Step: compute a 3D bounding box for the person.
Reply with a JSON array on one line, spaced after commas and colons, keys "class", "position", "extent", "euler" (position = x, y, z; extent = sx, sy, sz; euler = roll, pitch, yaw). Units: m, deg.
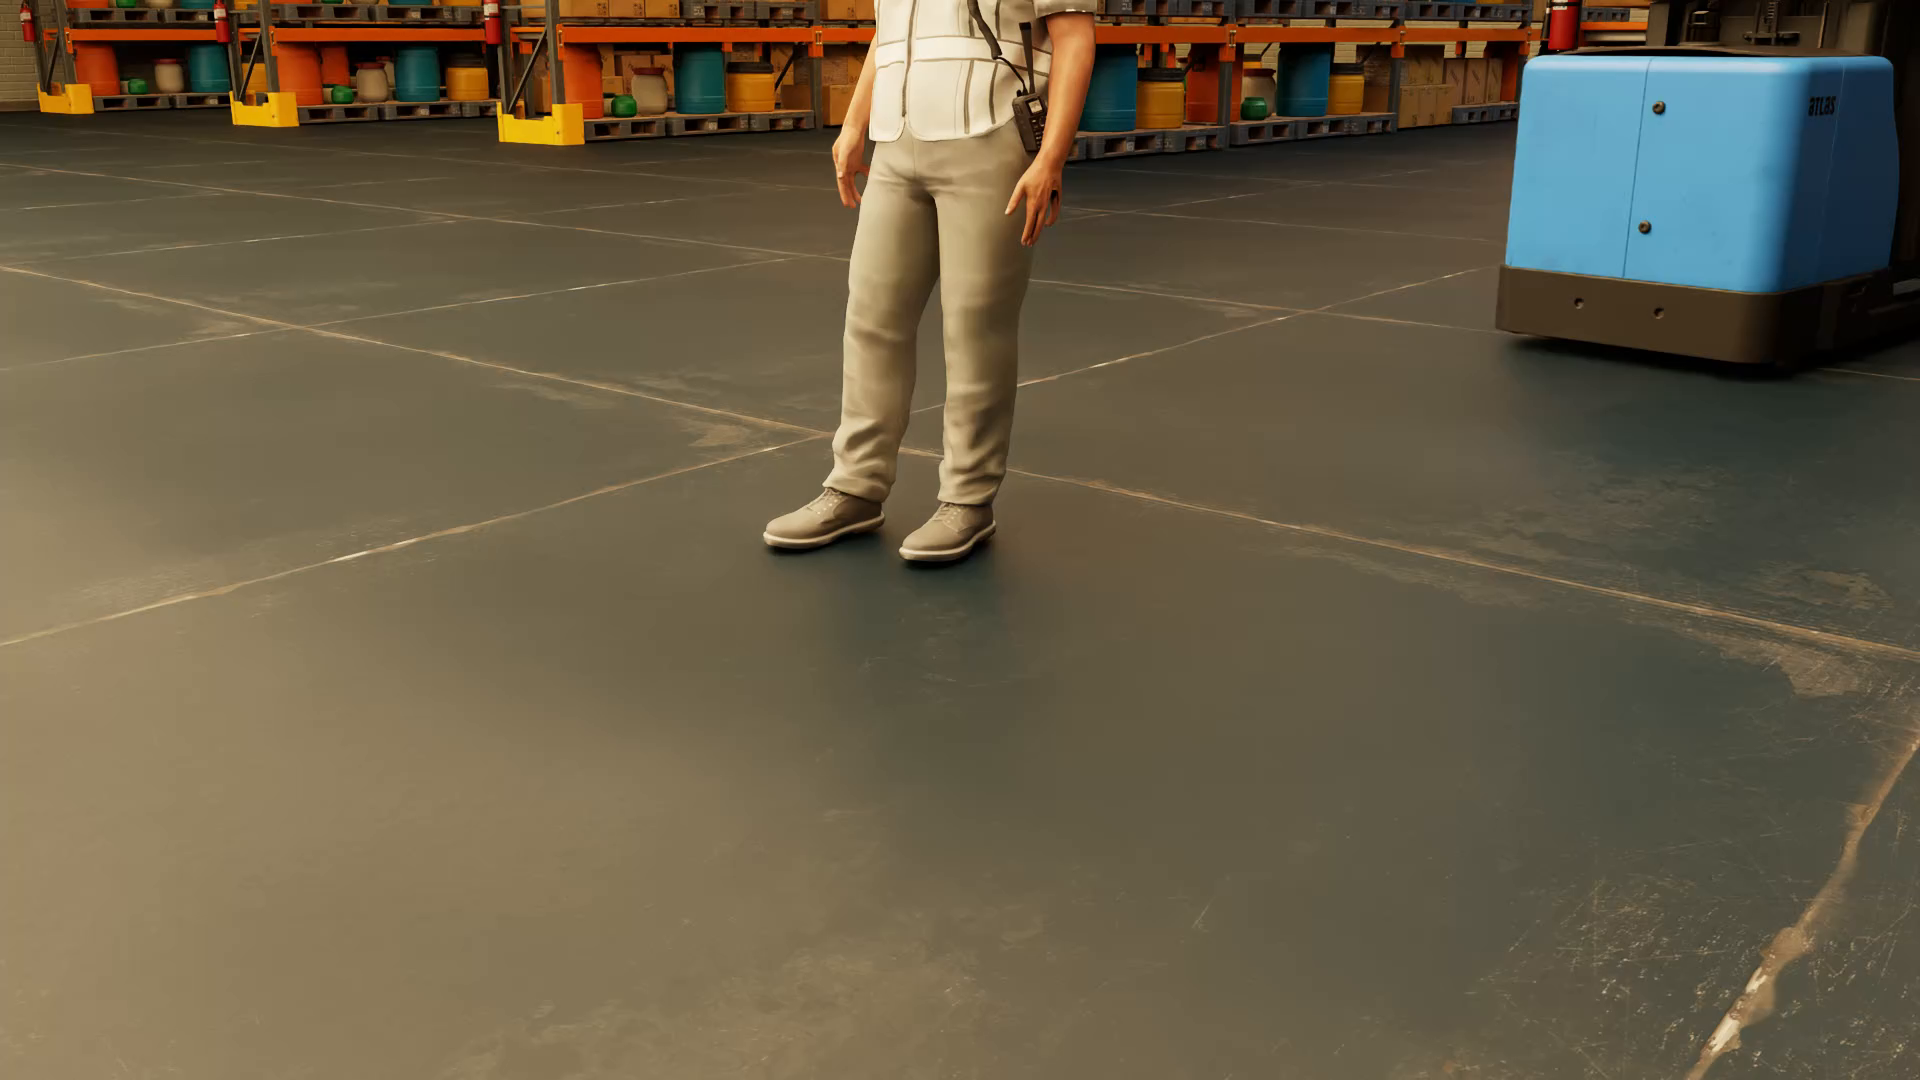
[{"class": "person", "position": [-0.059, -0.844, 3.631], "extent": [0.640, 1.781, 0.575], "euler": [13, 21, 37]}]

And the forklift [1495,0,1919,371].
[{"class": "forklift", "position": [3.483, -2.330, 6.570], "extent": [3.031, 2.935, 1.130], "euler": [-15, 22, -40]}]
